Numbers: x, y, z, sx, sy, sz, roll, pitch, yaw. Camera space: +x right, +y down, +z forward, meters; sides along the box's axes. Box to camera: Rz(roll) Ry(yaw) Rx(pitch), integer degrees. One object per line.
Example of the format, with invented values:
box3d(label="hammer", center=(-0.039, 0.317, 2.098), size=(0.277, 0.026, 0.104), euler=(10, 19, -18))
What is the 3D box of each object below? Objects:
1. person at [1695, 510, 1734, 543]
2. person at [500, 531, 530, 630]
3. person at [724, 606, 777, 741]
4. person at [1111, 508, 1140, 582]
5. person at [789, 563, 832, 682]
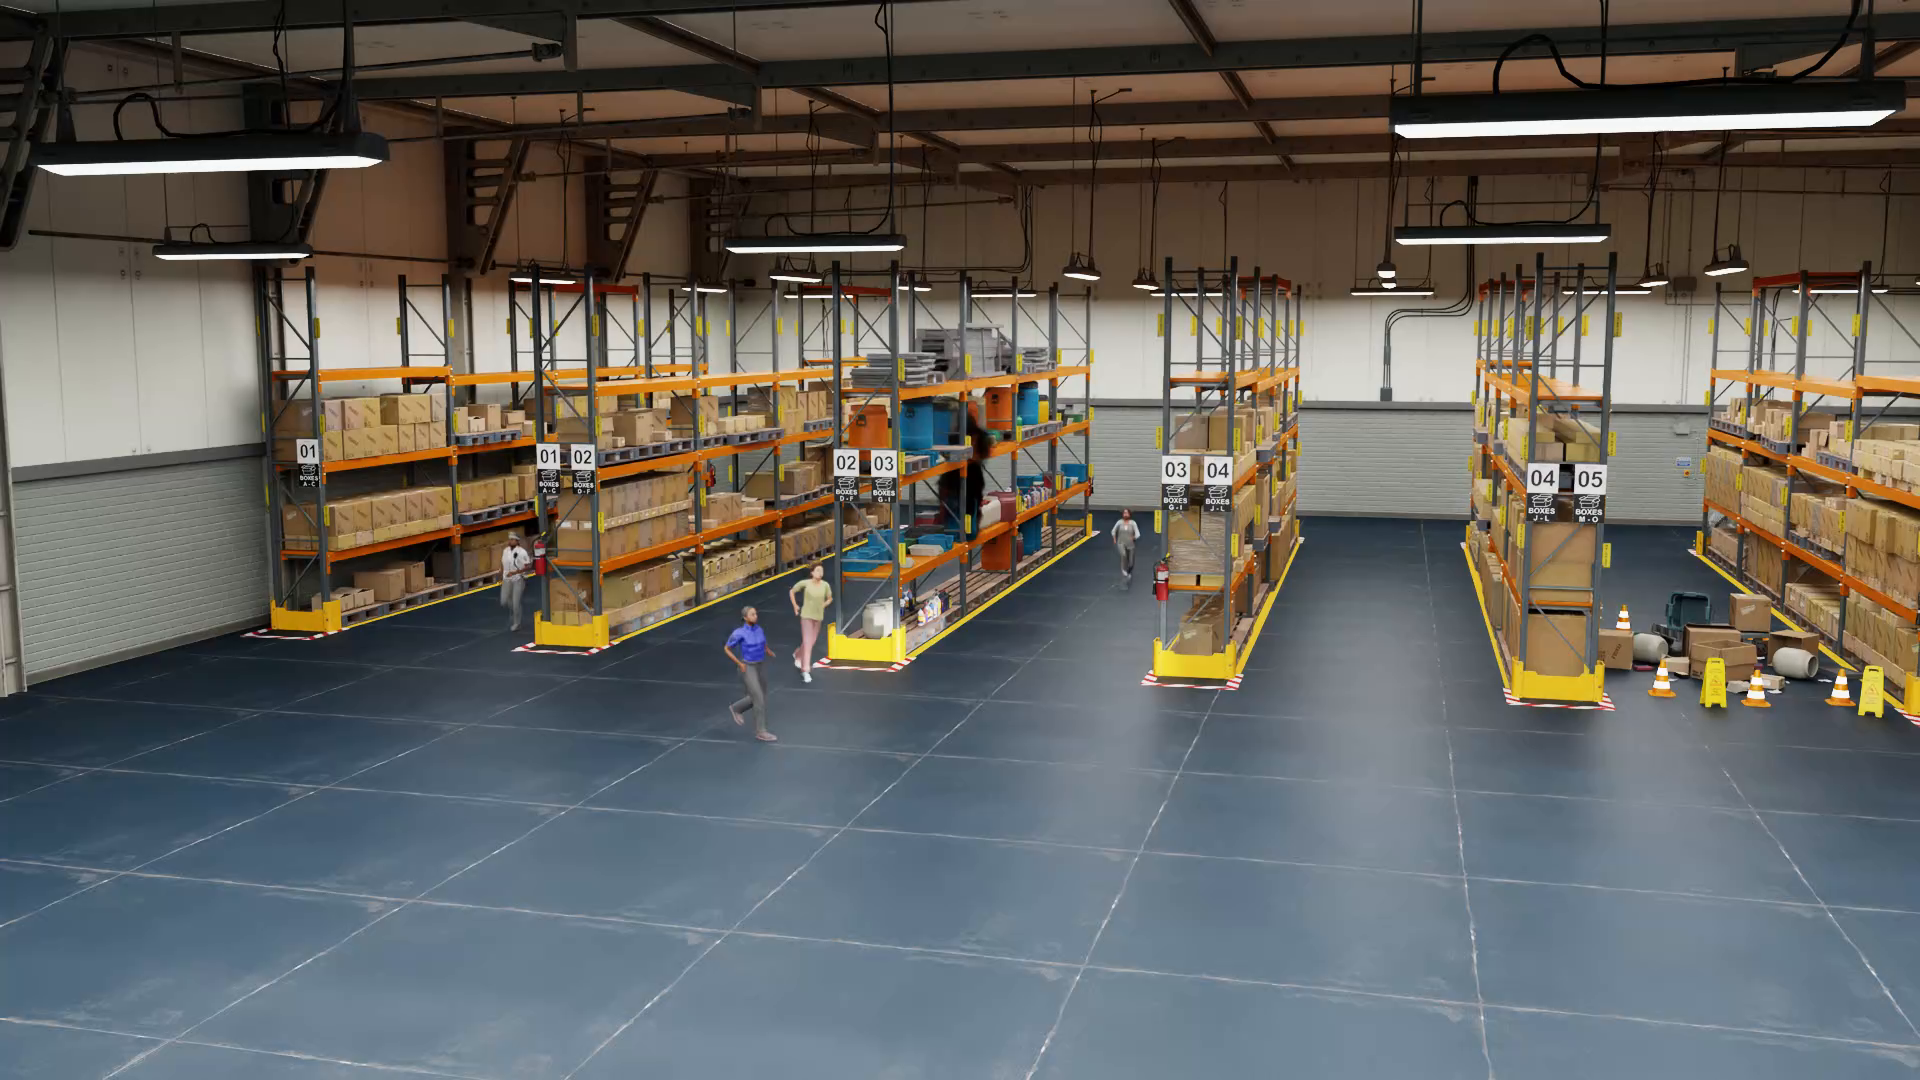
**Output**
box3d(label="person", center=(17.401, -0.745, 38.154), size=(0.884, 1.734, 0.886), euler=(5, 9, 32))
box3d(label="person", center=(-7.455, 0.681, 27.723), size=(0.597, 1.670, 0.490), euler=(2, 7, 12))
box3d(label="person", center=(-2.577, 1.616, 20.405), size=(0.850, 1.615, 0.588), euler=(5, 9, 36))
box3d(label="person", center=(3.187, 0.116, 32.020), size=(0.548, 1.471, 0.842), euler=(0, 7, 3))
box3d(label="person", center=(-2.132, 1.150, 24.075), size=(0.609, 1.675, 0.898), euler=(-3, 8, -25))
